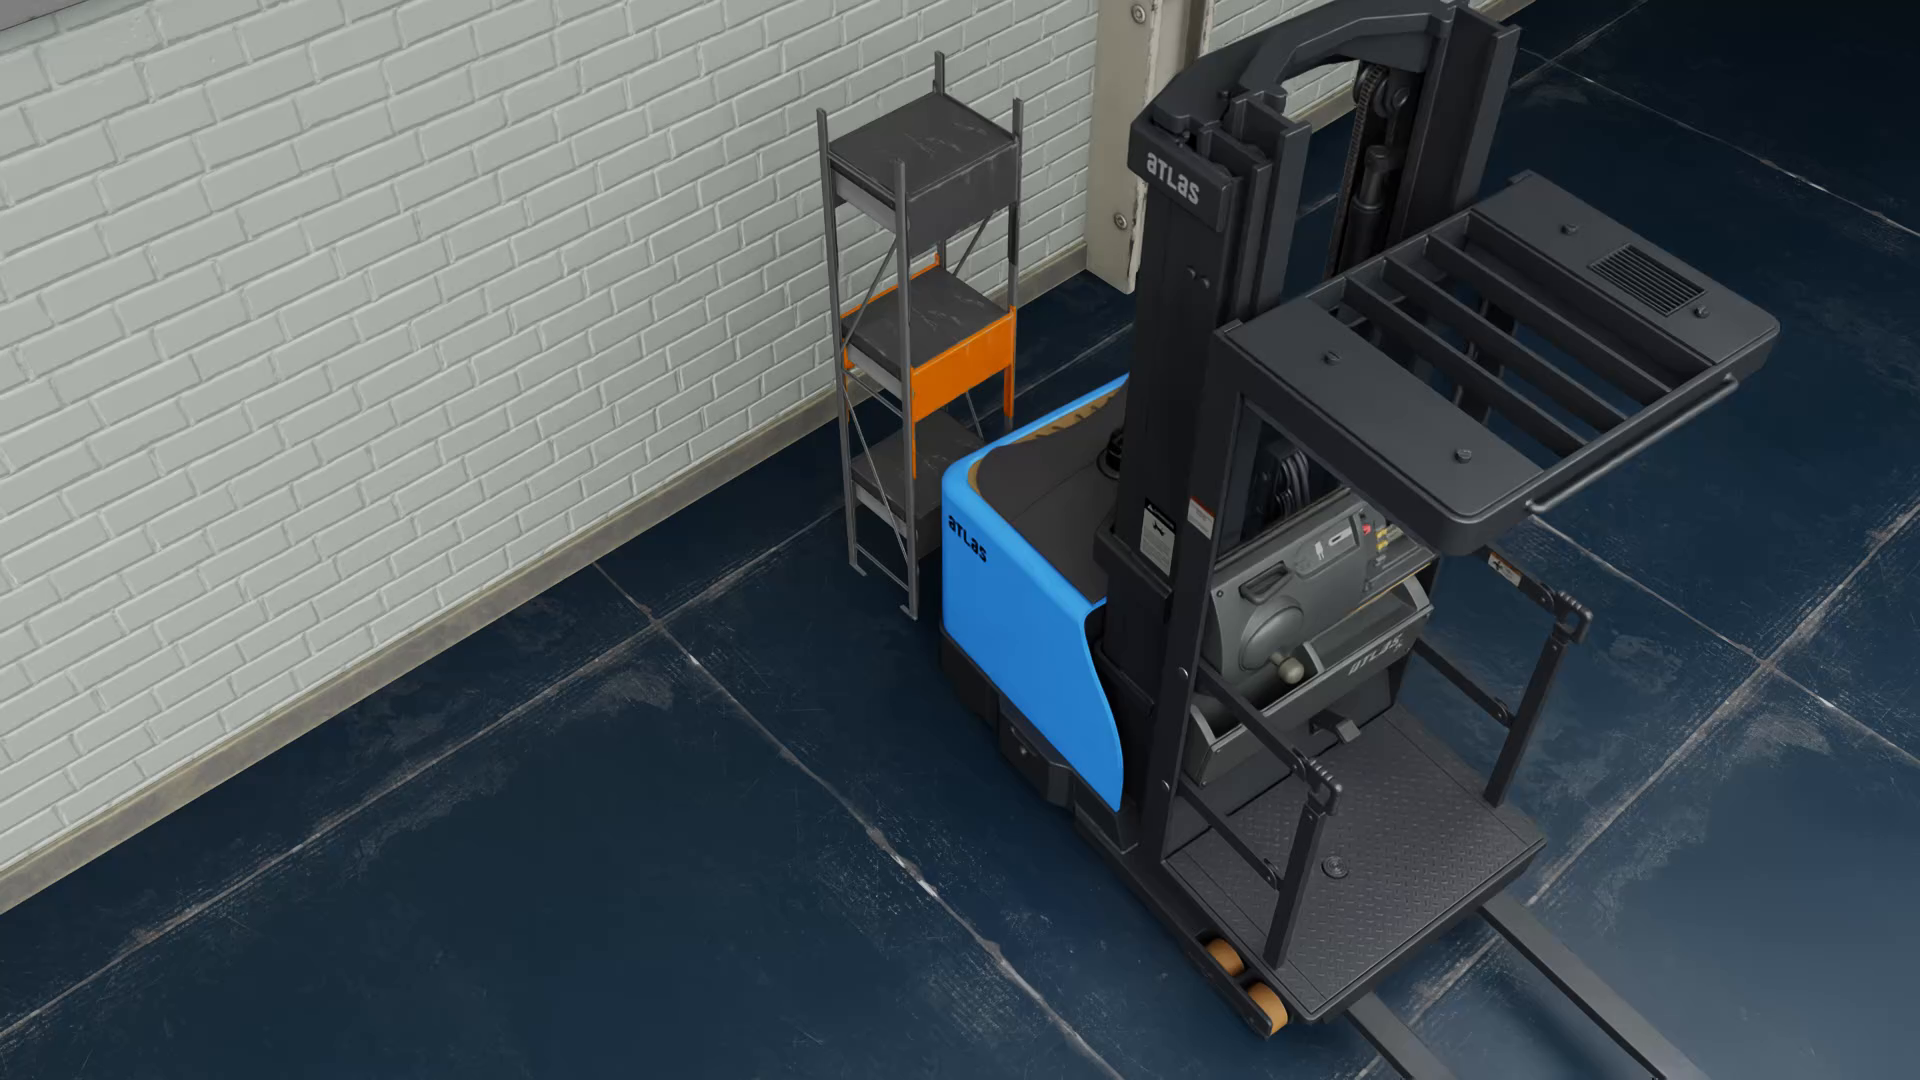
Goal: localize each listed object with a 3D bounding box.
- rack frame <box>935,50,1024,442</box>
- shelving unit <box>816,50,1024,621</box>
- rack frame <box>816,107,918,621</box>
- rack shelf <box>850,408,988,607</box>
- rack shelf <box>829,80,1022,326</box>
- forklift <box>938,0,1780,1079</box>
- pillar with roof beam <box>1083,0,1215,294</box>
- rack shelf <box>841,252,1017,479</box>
[{"bbox_3d":[0.058,-0.751,6.014,0.015,2.100,0.400,-34,56,-27],"label":"rack frame"},{"bbox_3d":[-0.122,-0.630,5.903,0.503,2.100,0.431,-34,56,-27],"label":"shelving unit"},{"bbox_3d":[-0.303,-0.510,5.791,0.015,2.100,0.400,-34,56,-27],"label":"rack frame"},{"bbox_3d":[-0.122,-0.146,6.427,0.480,0.518,0.431,-34,56,-27],"label":"rack shelf"},{"bbox_3d":[-0.122,-1.096,5.398,0.480,0.518,0.431,-34,56,-27],"label":"rack shelf"},{"bbox_3d":[1.196,0.165,4.604,1.130,2.935,3.031,-28,53,-24],"label":"forklift"},{"bbox_3d":[3.723,-2.043,2.512,0.400,9.000,9.100,-34,56,-27],"label":"pillar with roof beam"},{"bbox_3d":[-0.122,-0.621,5.913,0.480,0.518,0.431,-34,56,-27],"label":"rack shelf"}]
